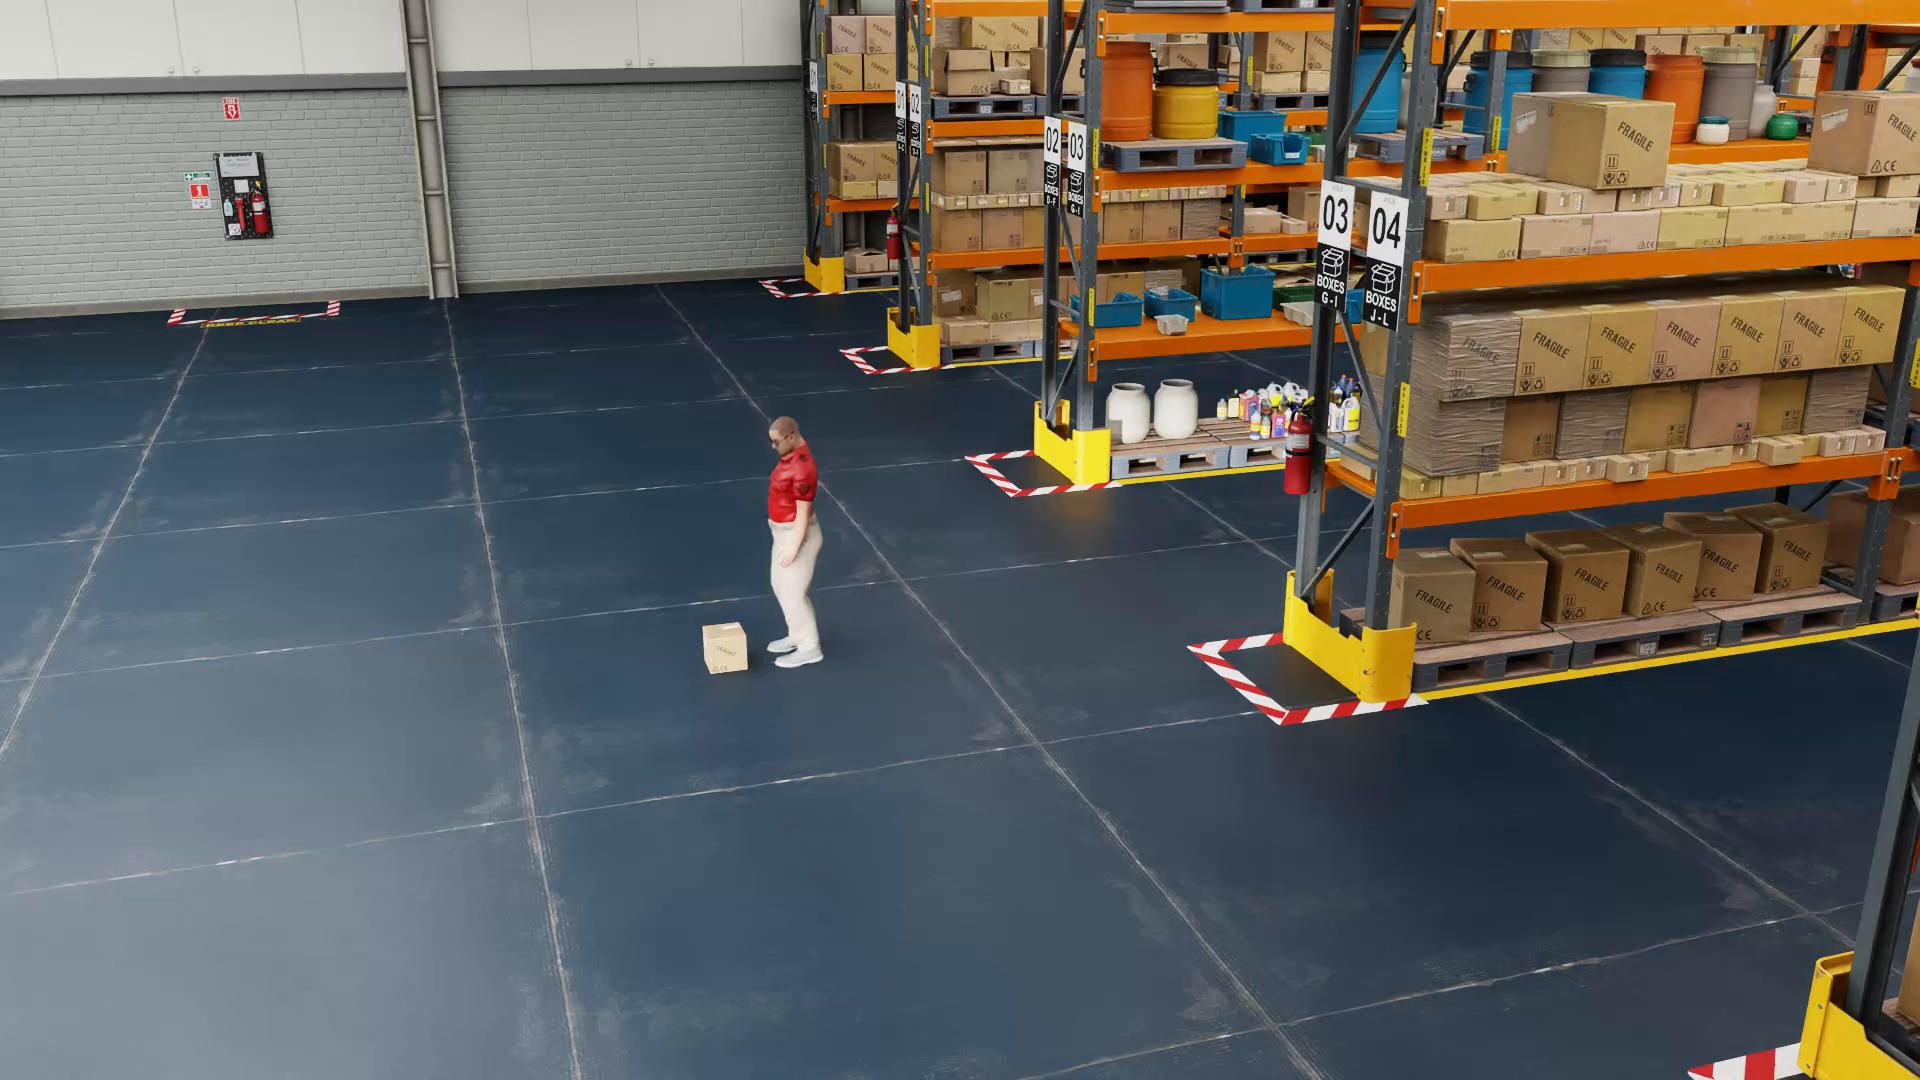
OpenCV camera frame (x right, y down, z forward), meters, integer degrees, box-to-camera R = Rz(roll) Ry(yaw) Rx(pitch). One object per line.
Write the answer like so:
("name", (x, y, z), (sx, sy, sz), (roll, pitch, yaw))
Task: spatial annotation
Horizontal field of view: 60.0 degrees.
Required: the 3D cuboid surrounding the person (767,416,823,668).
("person", (-1.108, -0.001, 11.136), (0.363, 1.713, 0.538), (-6, 20, -16))
